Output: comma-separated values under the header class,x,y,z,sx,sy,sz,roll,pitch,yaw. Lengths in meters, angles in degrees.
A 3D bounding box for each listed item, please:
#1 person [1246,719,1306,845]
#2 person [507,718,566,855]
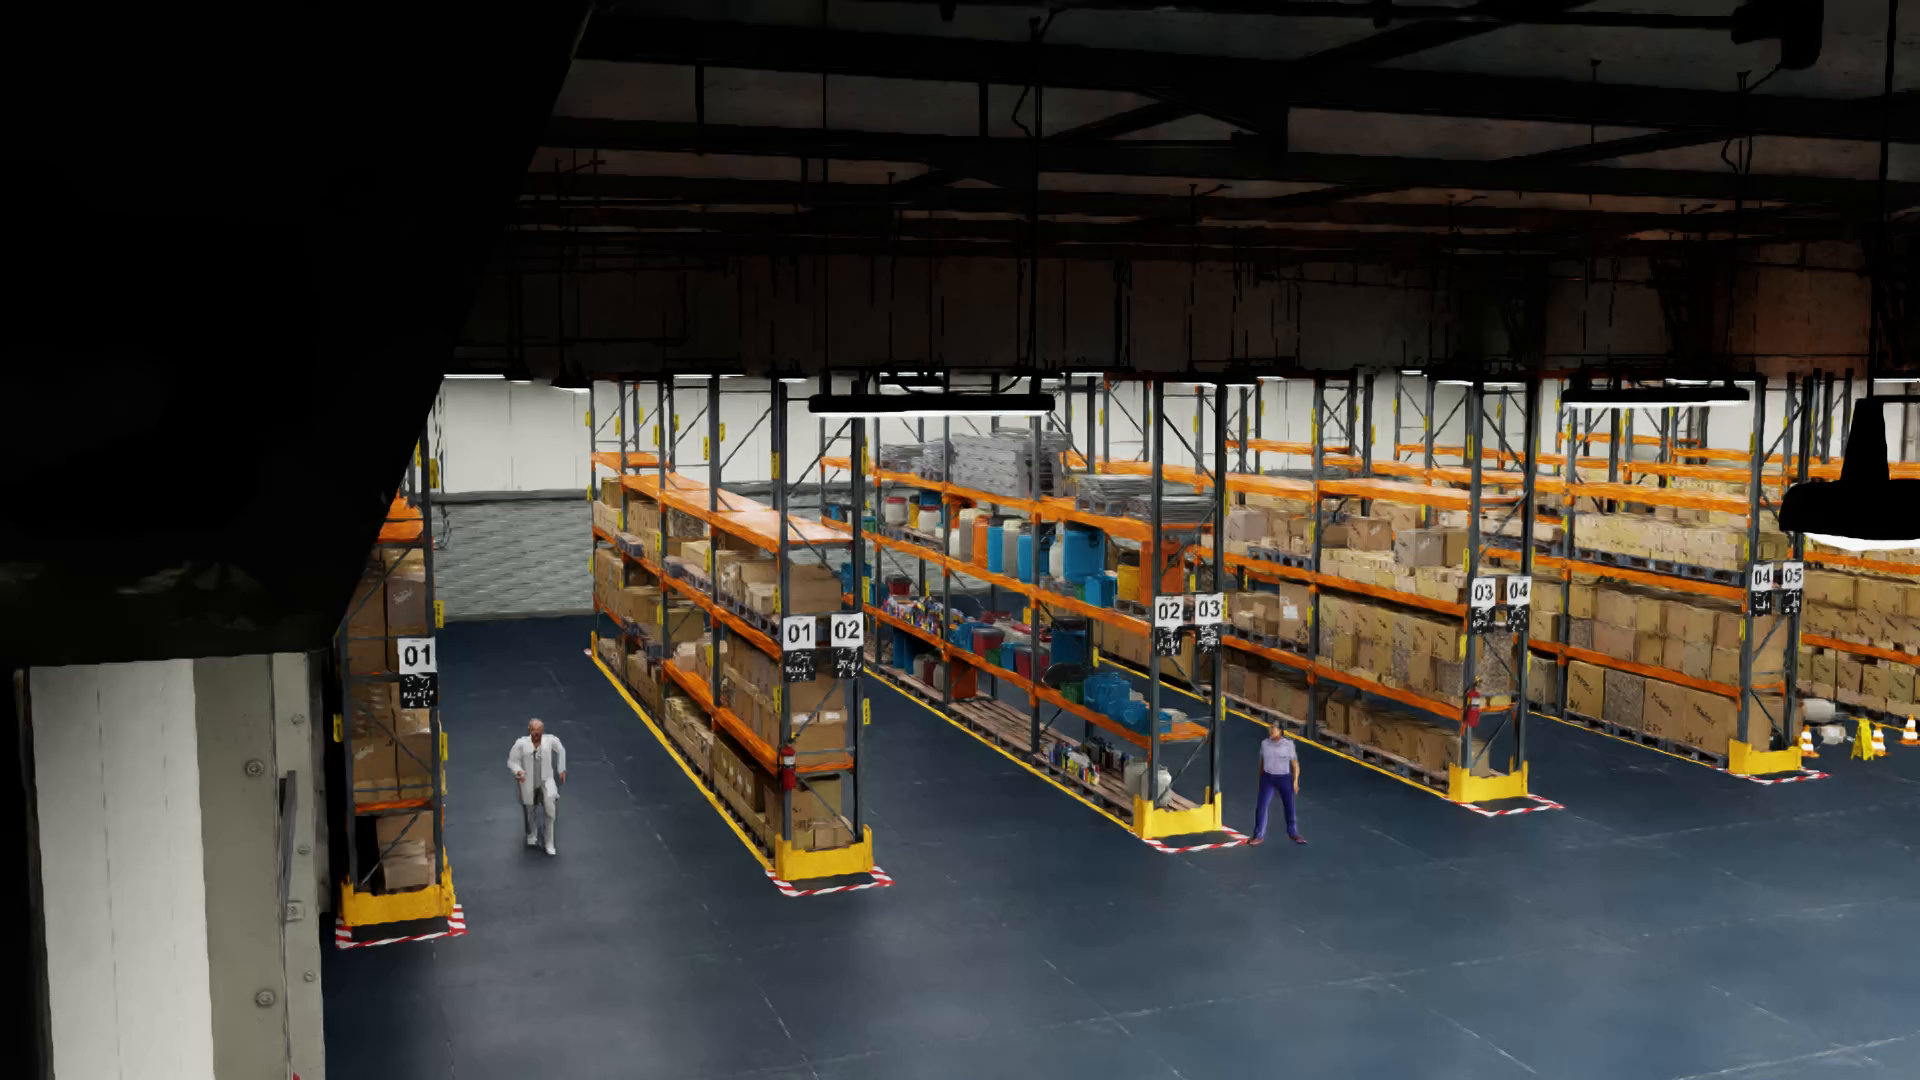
class,x,y,z,sx,sy,sz,roll,pitch,yaw
person,4.114,3.156,21.517,0.741,1.567,0.543,2,7,16
person,-5.402,3.107,21.268,0.736,1.717,0.904,-2,7,-15
